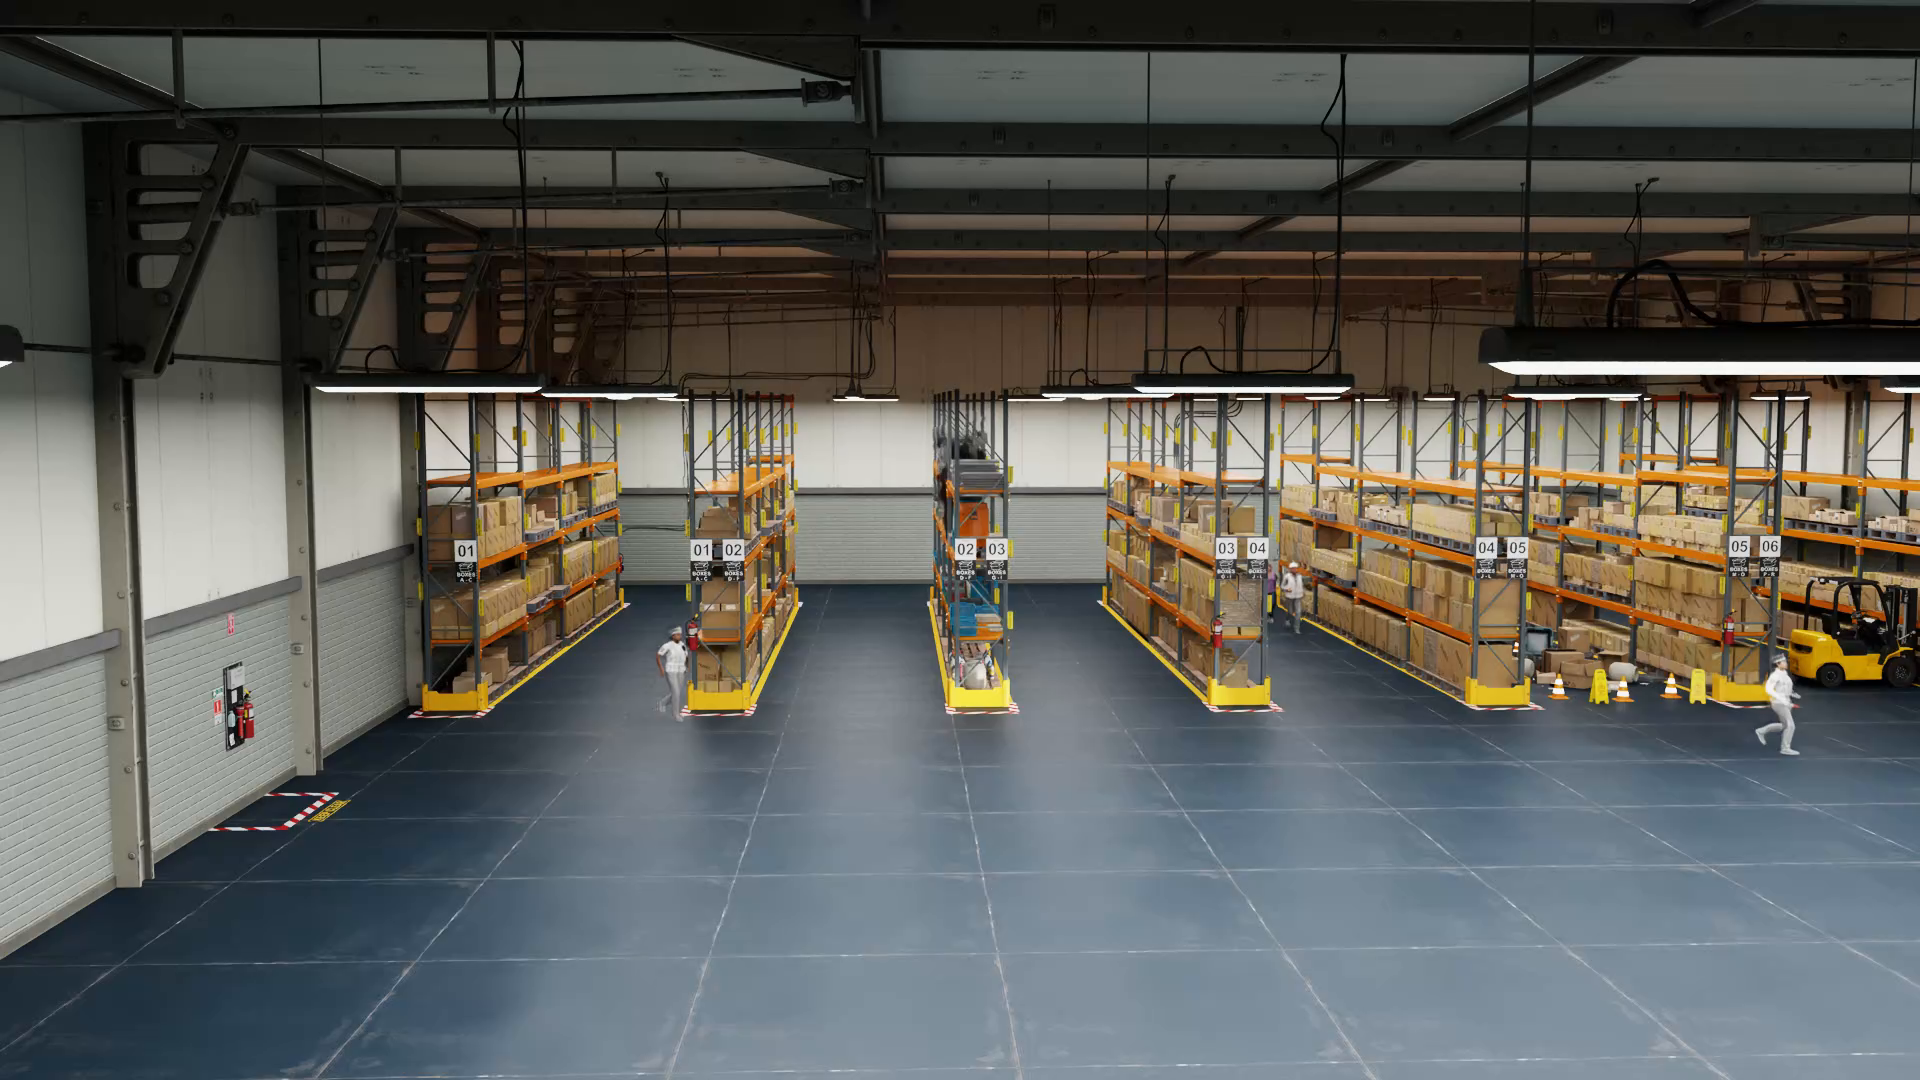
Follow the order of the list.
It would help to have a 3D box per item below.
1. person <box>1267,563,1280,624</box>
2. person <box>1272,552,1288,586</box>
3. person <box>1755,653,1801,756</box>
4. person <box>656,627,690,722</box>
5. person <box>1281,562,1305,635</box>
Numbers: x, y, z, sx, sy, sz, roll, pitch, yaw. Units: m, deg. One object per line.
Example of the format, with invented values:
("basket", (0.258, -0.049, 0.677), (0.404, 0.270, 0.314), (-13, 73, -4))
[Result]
("person", (8.112, 1.395, 43.534), (0.546, 1.609, 0.690), (0, 5, 4))
("person", (9.513, 0.837, 48.924), (0.953, 1.799, 0.694), (0, 5, -4))
("person", (13.404, 2.671, 27.255), (0.718, 1.653, 0.621), (4, 6, 41))
("person", (-5.184, 2.431, 30.309), (0.621, 1.684, 0.753), (-4, 6, -44))
("person", (8.372, 1.444, 41.739), (0.661, 1.777, 0.922), (0, 5, -4))
